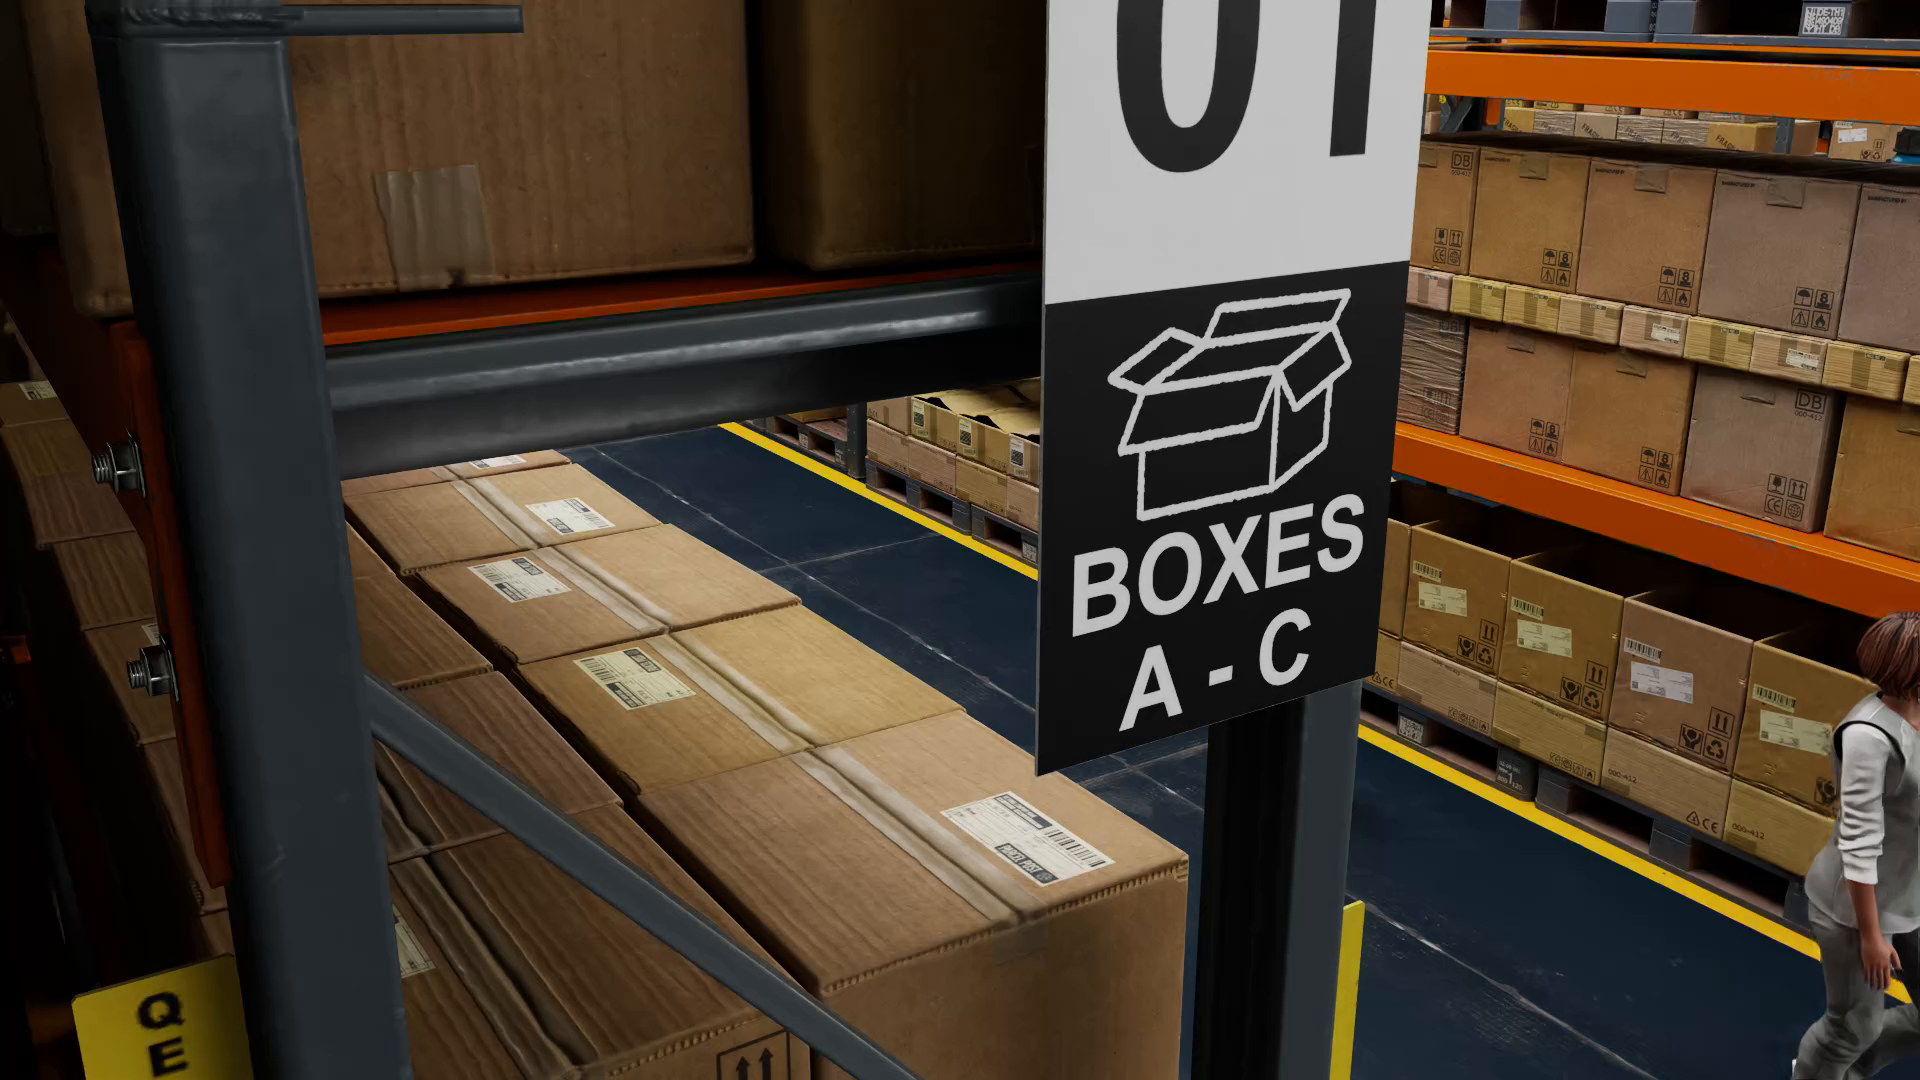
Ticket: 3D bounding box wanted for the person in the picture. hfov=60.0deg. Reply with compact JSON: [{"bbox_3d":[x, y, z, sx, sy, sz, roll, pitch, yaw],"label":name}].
[{"bbox_3d":[2.329,0.933,4.184,0.414,1.590,0.398,-12,22,-32],"label":"person"}]
